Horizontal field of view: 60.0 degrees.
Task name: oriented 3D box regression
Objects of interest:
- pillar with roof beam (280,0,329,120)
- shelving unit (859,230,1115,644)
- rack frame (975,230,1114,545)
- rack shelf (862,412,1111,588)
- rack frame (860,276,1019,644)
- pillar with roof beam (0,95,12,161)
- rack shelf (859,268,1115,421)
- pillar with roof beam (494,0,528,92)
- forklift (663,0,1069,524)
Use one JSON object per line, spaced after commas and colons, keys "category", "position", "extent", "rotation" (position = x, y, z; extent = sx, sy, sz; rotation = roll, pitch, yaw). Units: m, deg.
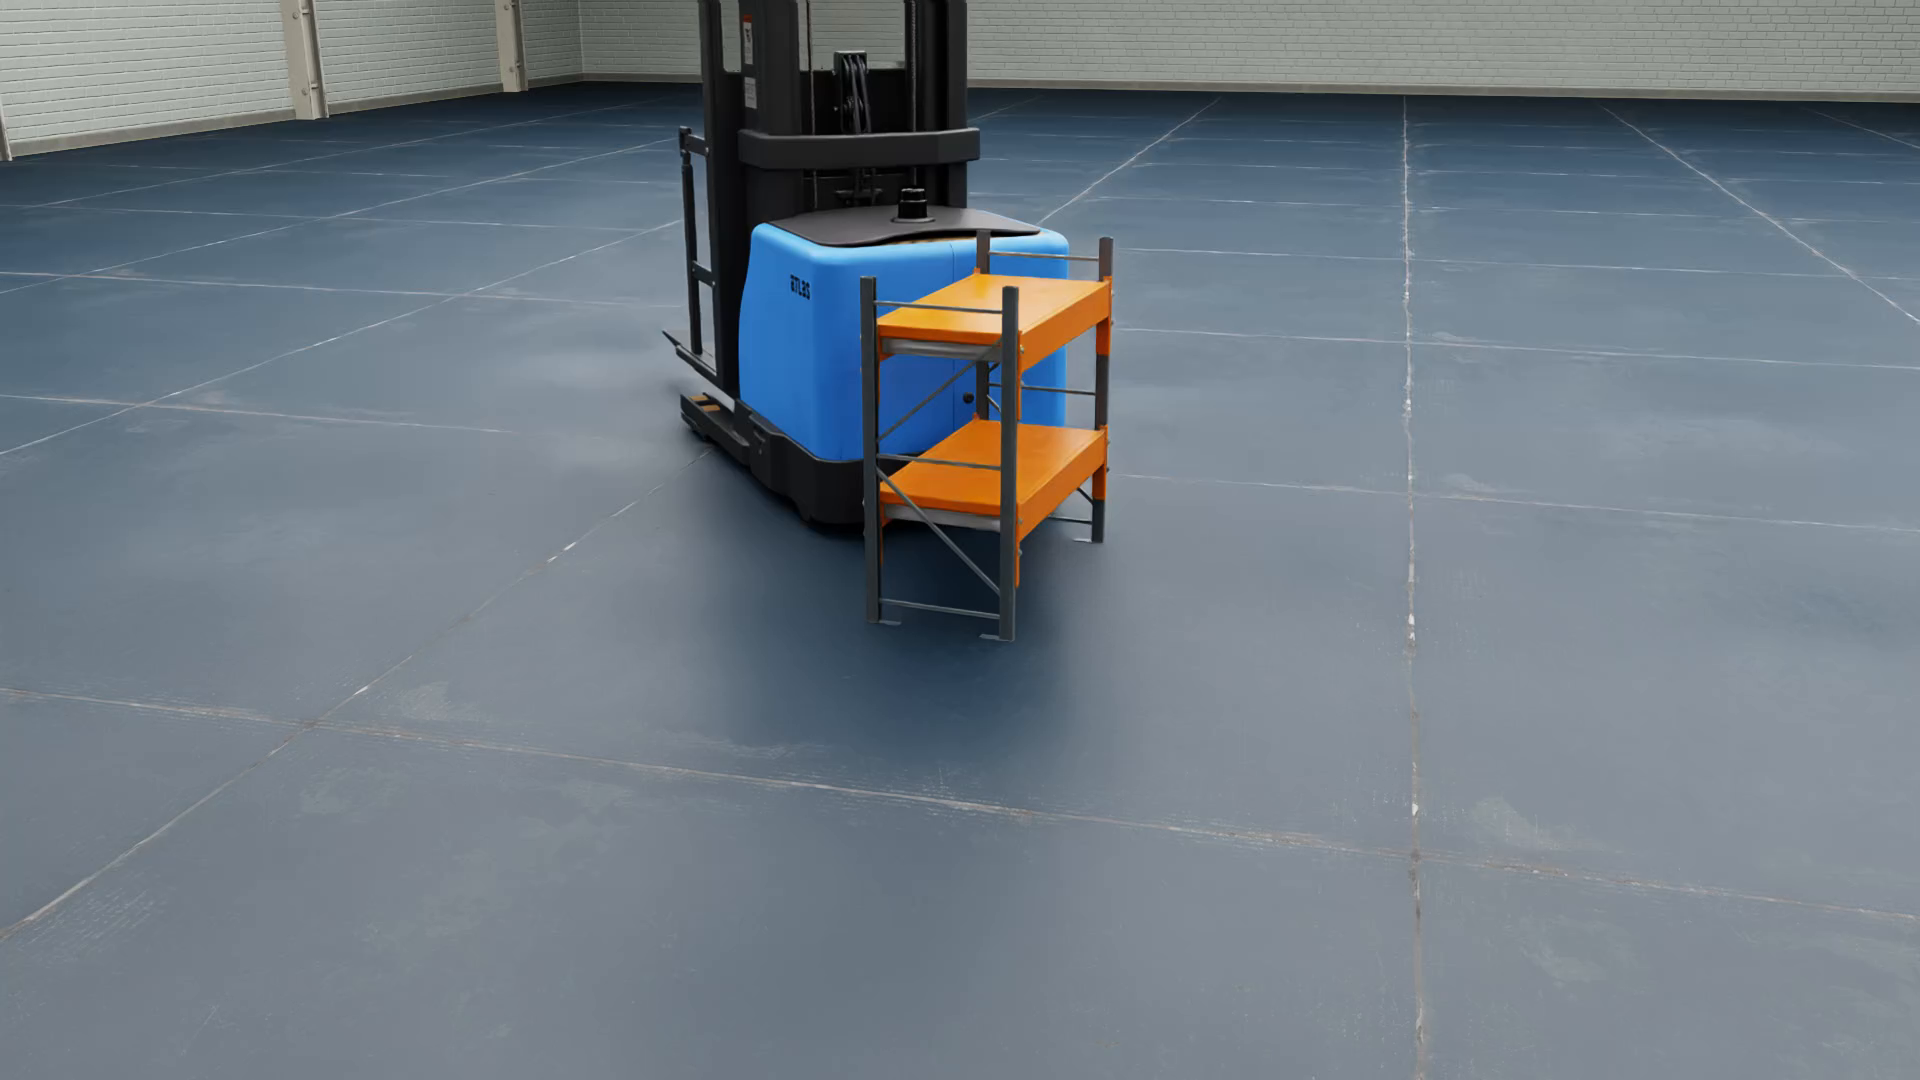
{"category": "pillar with roof beam", "position": [-5.191, -10.012, 21.578], "extent": [9.100, 9.000, 0.400], "rotation": [5, 19, 13]}
{"category": "shelving unit", "position": [0.116, -0.393, 5.597], "extent": [0.538, 1.125, 1.048], "rotation": [7, 20, 20]}
{"category": "rack frame", "position": [0.297, -0.546, 6.047], "extent": [0.500, 1.125, 0.032], "rotation": [7, 20, 20]}
{"category": "rack shelf", "position": [0.116, -0.161, 5.676], "extent": [0.538, 0.278, 1.000], "rotation": [7, 20, 20]}
{"category": "rack frame", "position": [-0.064, -0.239, 5.147], "extent": [0.500, 1.125, 0.032], "rotation": [7, 20, 20]}
{"category": "pillar with roof beam", "position": [-6.657, -8.131, 16.072], "extent": [9.100, 9.000, 0.400], "rotation": [5, 19, 13]}
{"category": "rack shelf", "position": [0.116, -0.670, 5.502], "extent": [0.538, 0.278, 1.000], "rotation": [7, 20, 20]}
{"category": "pillar with roof beam", "position": [-3.725, -11.893, 27.084], "extent": [9.100, 9.000, 0.400], "rotation": [5, 19, 13]}
{"category": "forklift", "position": [-0.636, -1.881, 7.161], "extent": [1.130, 2.935, 3.031], "rotation": [-8, 21, -23]}
